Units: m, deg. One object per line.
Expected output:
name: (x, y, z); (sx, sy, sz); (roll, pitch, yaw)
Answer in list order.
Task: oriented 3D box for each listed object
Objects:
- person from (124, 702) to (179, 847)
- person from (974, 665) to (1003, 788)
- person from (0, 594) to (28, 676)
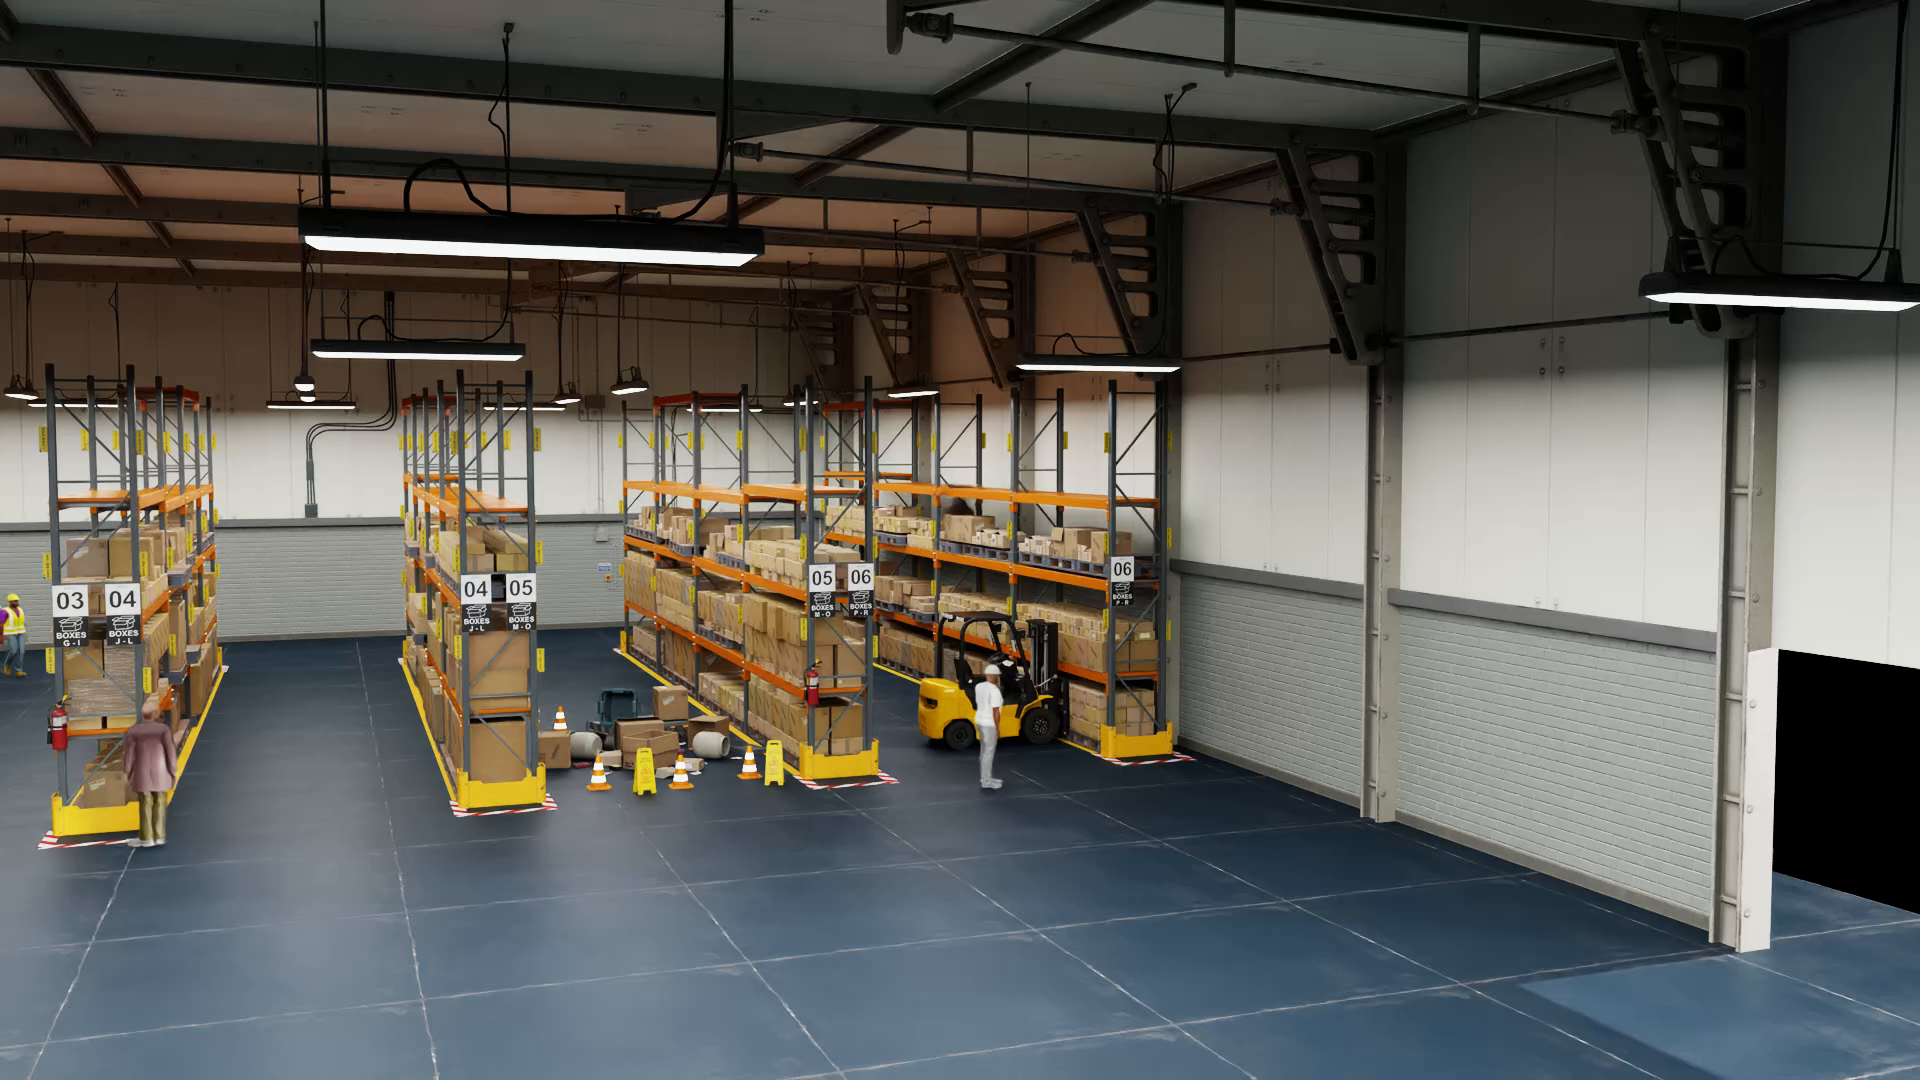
person: (-10.040, 2.957, 20.647); (0.648, 1.706, 0.443); (-1, 3, -14)
person: (0.446, 2.700, 24.183); (0.423, 1.781, 0.592); (-2, 4, -26)
person: (-20.155, 2.026, 35.450); (0.494, 1.754, 0.592); (2, 4, 29)
